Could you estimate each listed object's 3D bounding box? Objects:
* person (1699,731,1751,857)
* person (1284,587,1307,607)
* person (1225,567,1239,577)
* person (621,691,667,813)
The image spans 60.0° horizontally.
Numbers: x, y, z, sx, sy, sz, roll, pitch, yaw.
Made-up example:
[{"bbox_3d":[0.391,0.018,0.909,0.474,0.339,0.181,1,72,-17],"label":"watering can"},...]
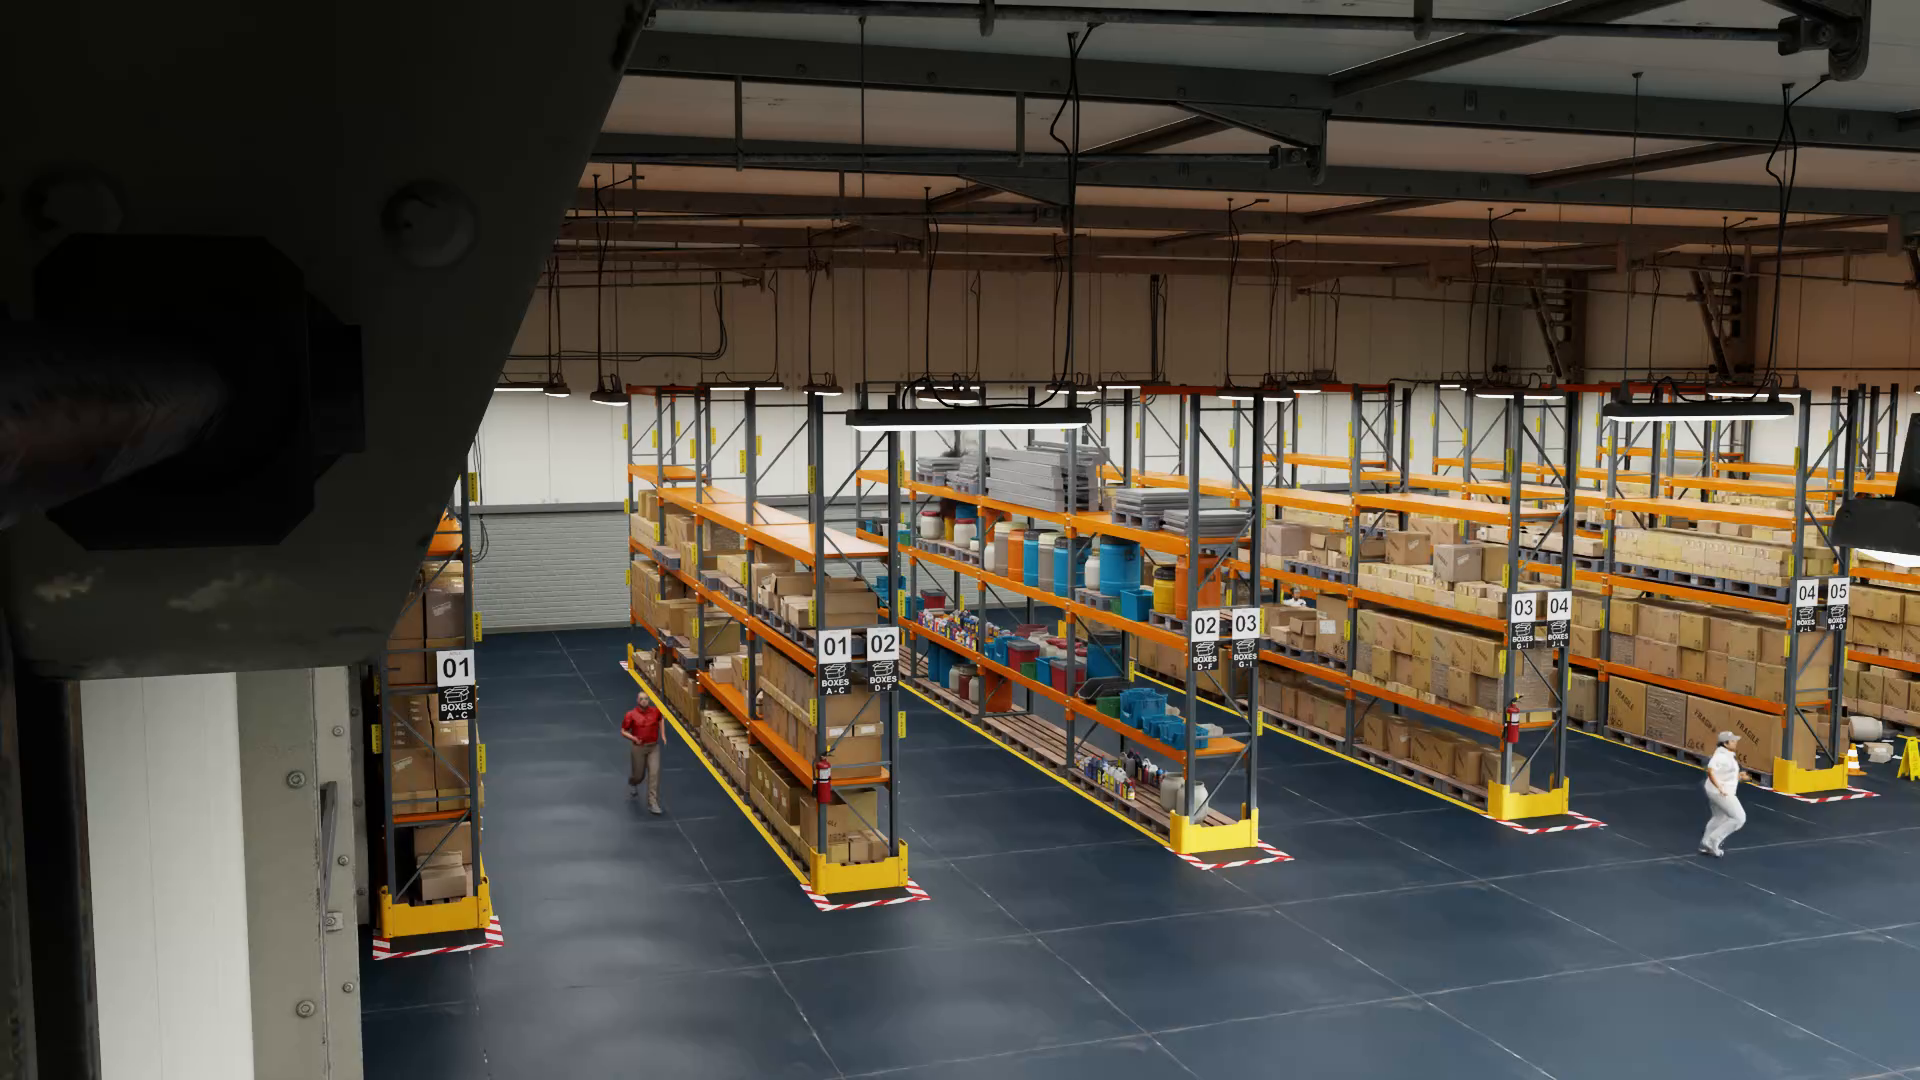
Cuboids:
[{"bbox_3d":[9.953,3.285,21.605,0.592,1.633,0.586,2,6,18],"label":"person"},{"bbox_3d":[7.183,1.824,35.716,0.632,1.694,0.819,-1,6,-11],"label":"person"},{"bbox_3d":[6.564,1.361,40.544,0.769,1.638,0.611,-5,8,-42],"label":"person"},{"bbox_3d":[-4.518,3.015,23.915,0.678,1.693,0.992,-3,7,-26],"label":"person"}]
